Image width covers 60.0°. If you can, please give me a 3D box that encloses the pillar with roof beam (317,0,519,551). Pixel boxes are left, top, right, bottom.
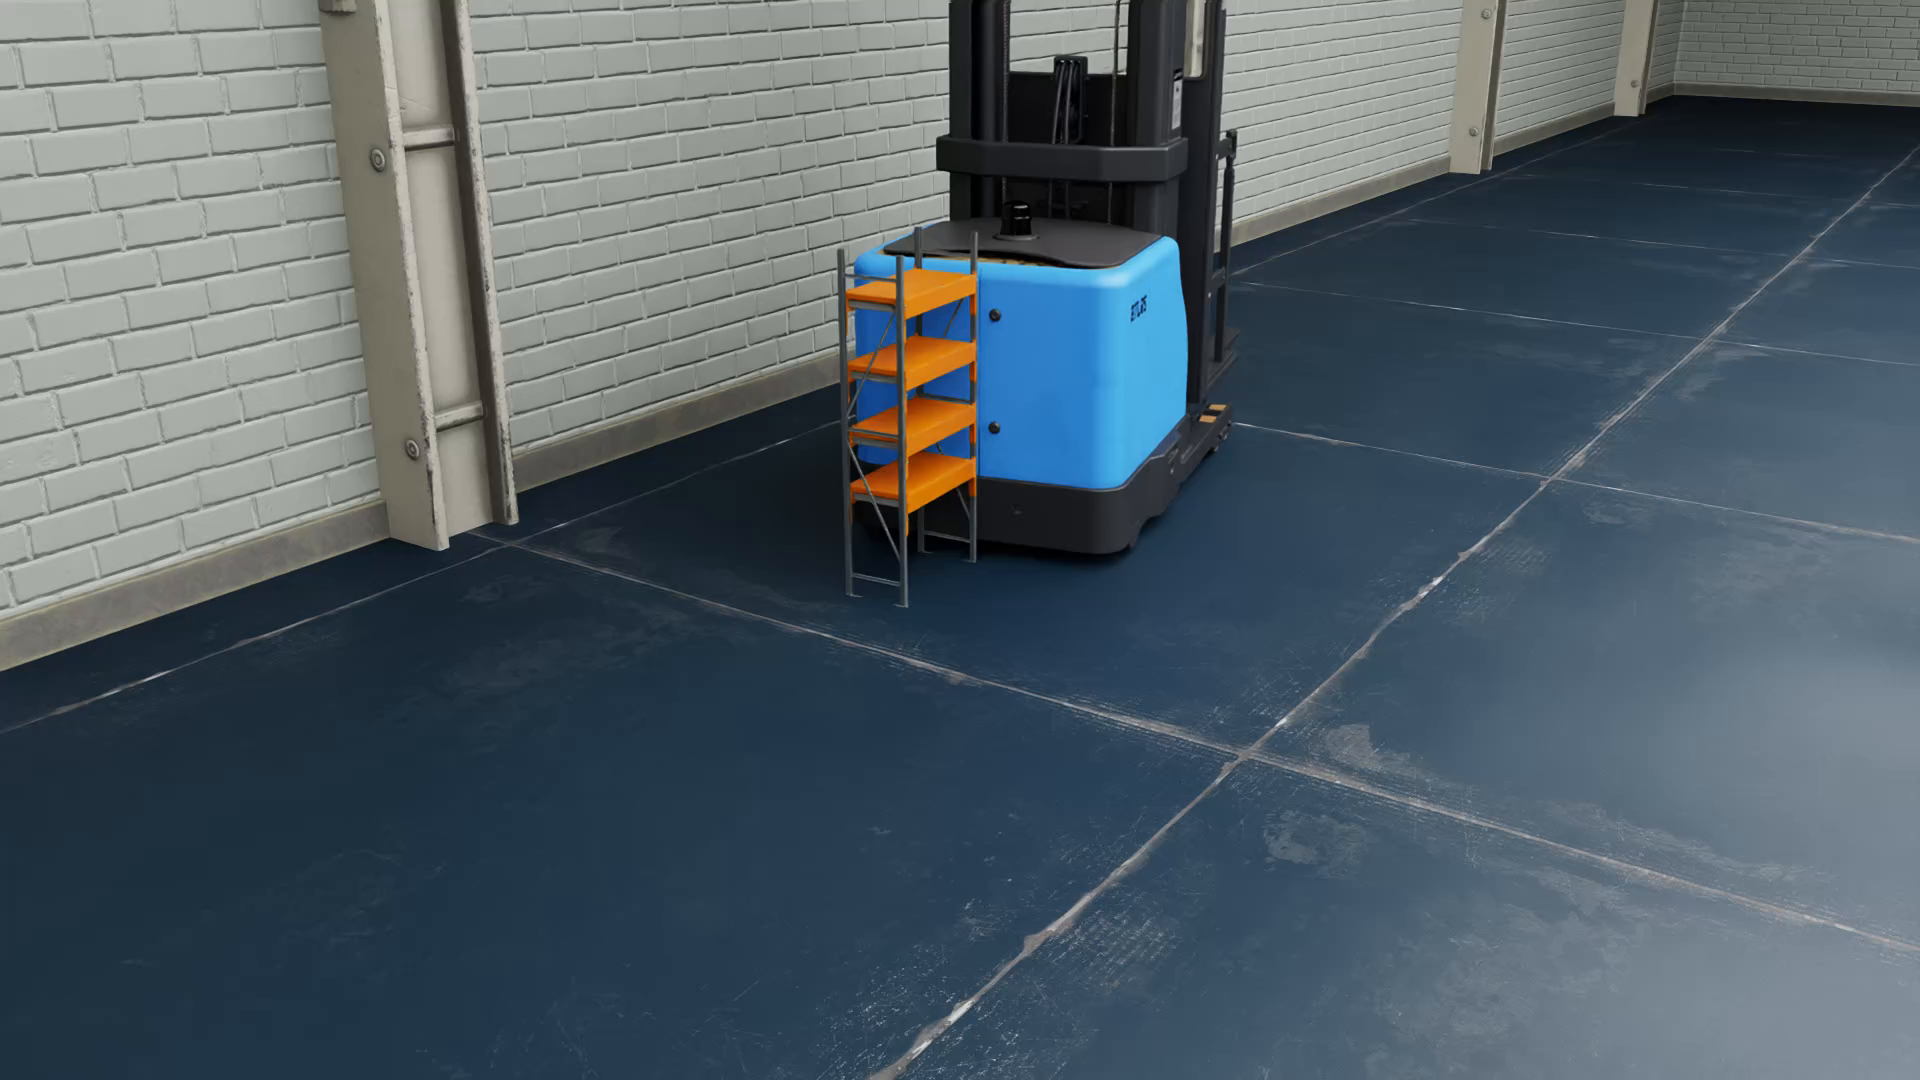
[{"bbox_3d":[1.614,-3.426,2.556,9.100,9.000,0.400,13,24,32],"label":"pillar with roof beam"}]

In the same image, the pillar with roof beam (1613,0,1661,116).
[{"bbox_3d":[11.733,-8.591,16.518,9.100,9.000,0.400,13,24,32],"label":"pillar with roof beam"}]

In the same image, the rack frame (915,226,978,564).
[{"bbox_3d":[-0.048,-0.498,5.882,0.240,1.200,0.015,11,23,27],"label":"rack frame"}]

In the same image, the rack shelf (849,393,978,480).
[{"bbox_3d":[-0.167,-0.361,5.705,0.258,0.148,0.480,11,23,27],"label":"rack shelf"}]

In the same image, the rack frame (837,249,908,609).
[{"bbox_3d":[-0.286,-0.350,5.482,0.240,1.200,0.015,11,23,27],"label":"rack frame"}]

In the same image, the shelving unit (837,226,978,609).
[{"bbox_3d":[-0.167,-0.424,5.682,0.258,1.200,0.503,11,23,27],"label":"shelving unit"}]

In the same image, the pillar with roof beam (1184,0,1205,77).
[{"bbox_3d":[4.987,-5.148,7.210,9.100,9.000,0.400,13,24,32],"label":"pillar with roof beam"}]

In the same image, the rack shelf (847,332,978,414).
[{"bbox_3d":[-0.167,-0.571,5.627,0.258,0.148,0.480,11,23,27],"label":"rack shelf"}]

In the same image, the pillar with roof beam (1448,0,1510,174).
[{"bbox_3d":[8.360,-6.869,11.864,9.100,9.000,0.400,13,24,32],"label":"pillar with roof beam"}]

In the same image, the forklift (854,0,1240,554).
[{"bbox_3d":[0.592,-1.801,6.909,1.130,2.935,3.031,7,22,19],"label":"forklift"}]

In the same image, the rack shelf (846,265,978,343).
[{"bbox_3d":[-0.167,-0.793,5.545,0.258,0.148,0.480,11,23,27],"label":"rack shelf"}]

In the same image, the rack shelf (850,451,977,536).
[{"bbox_3d":[-0.167,-0.175,5.774,0.258,0.148,0.480,11,23,27],"label":"rack shelf"}]
